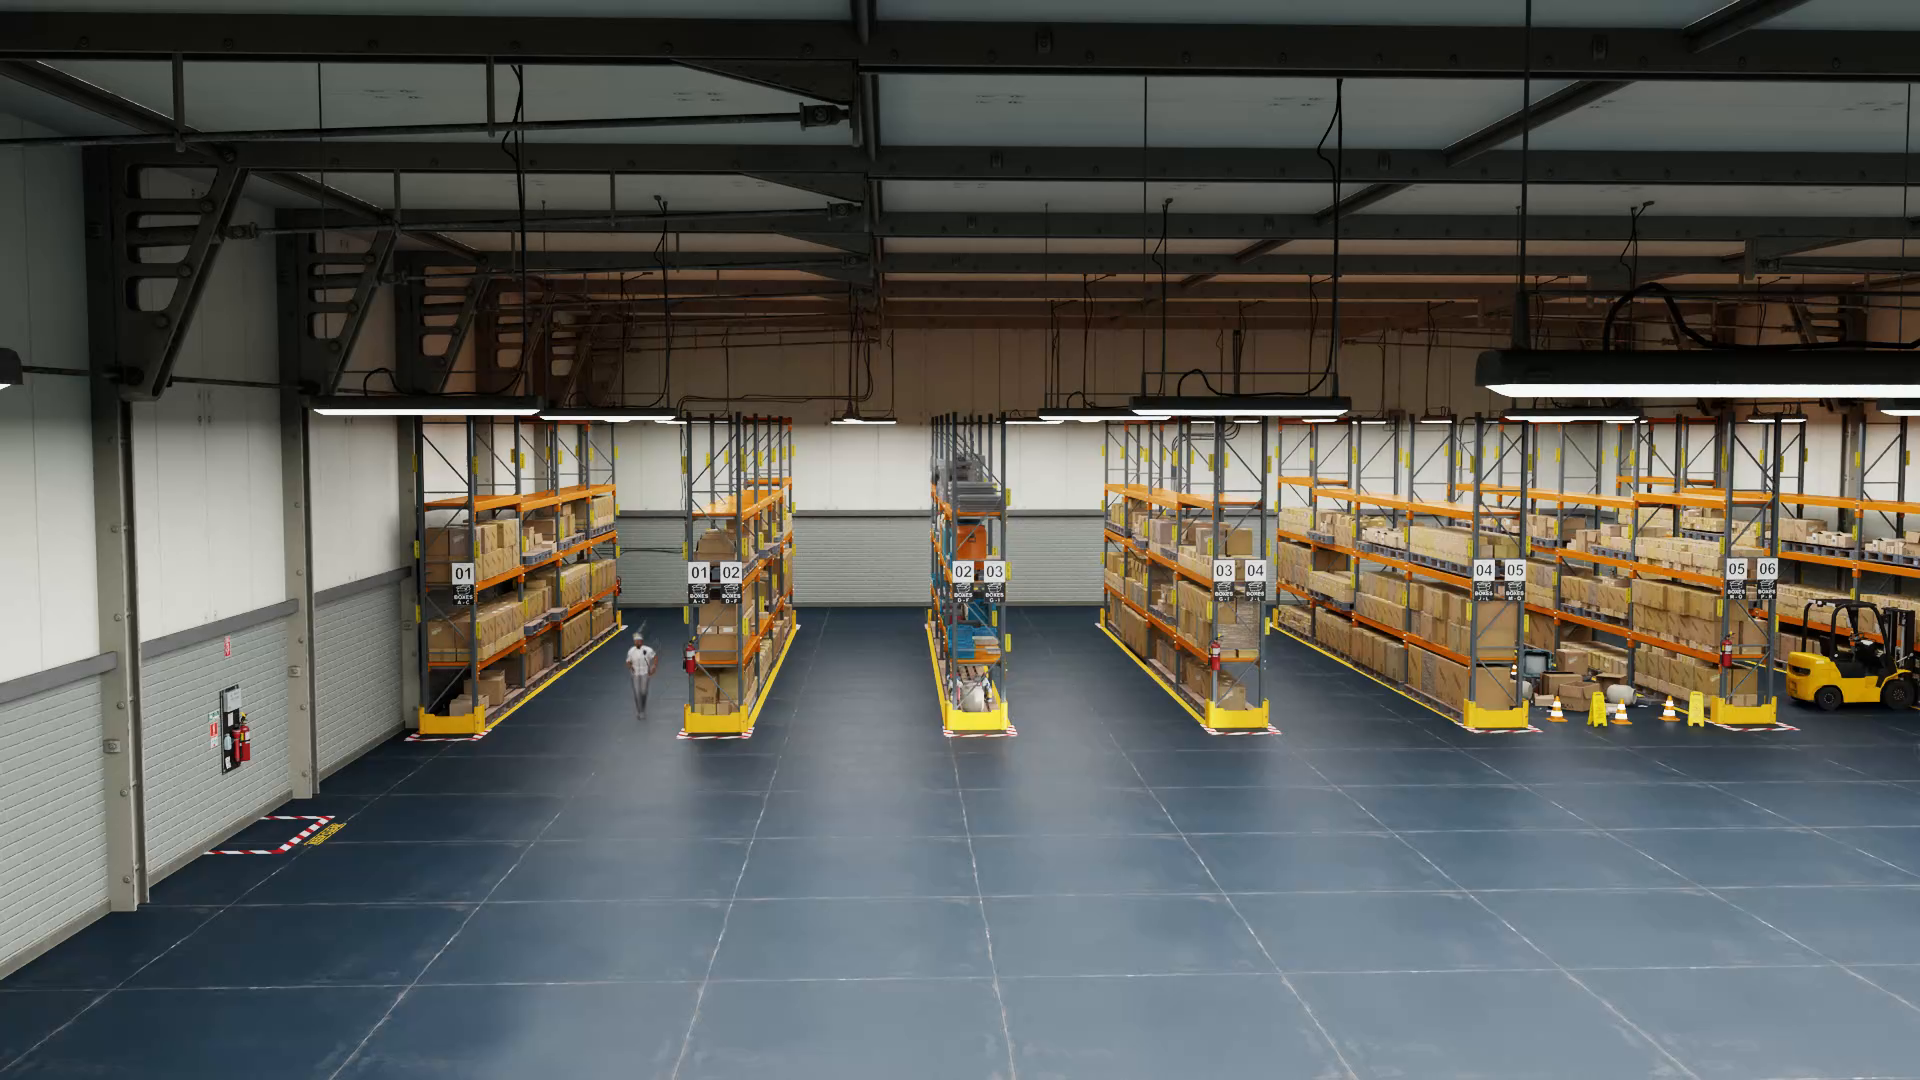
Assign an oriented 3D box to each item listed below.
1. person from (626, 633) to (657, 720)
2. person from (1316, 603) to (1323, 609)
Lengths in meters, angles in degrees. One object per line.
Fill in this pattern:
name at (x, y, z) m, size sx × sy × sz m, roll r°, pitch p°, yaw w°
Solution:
person at (-6.266, 2.683, 32.644) m, size 0.582 × 1.696 × 0.703 m, roll 0°, pitch 4°, yaw -1°
person at (10.566, 1.619, 49.071) m, size 0.717 × 1.491 × 1.029 m, roll -3°, pitch 5°, yaw -37°
